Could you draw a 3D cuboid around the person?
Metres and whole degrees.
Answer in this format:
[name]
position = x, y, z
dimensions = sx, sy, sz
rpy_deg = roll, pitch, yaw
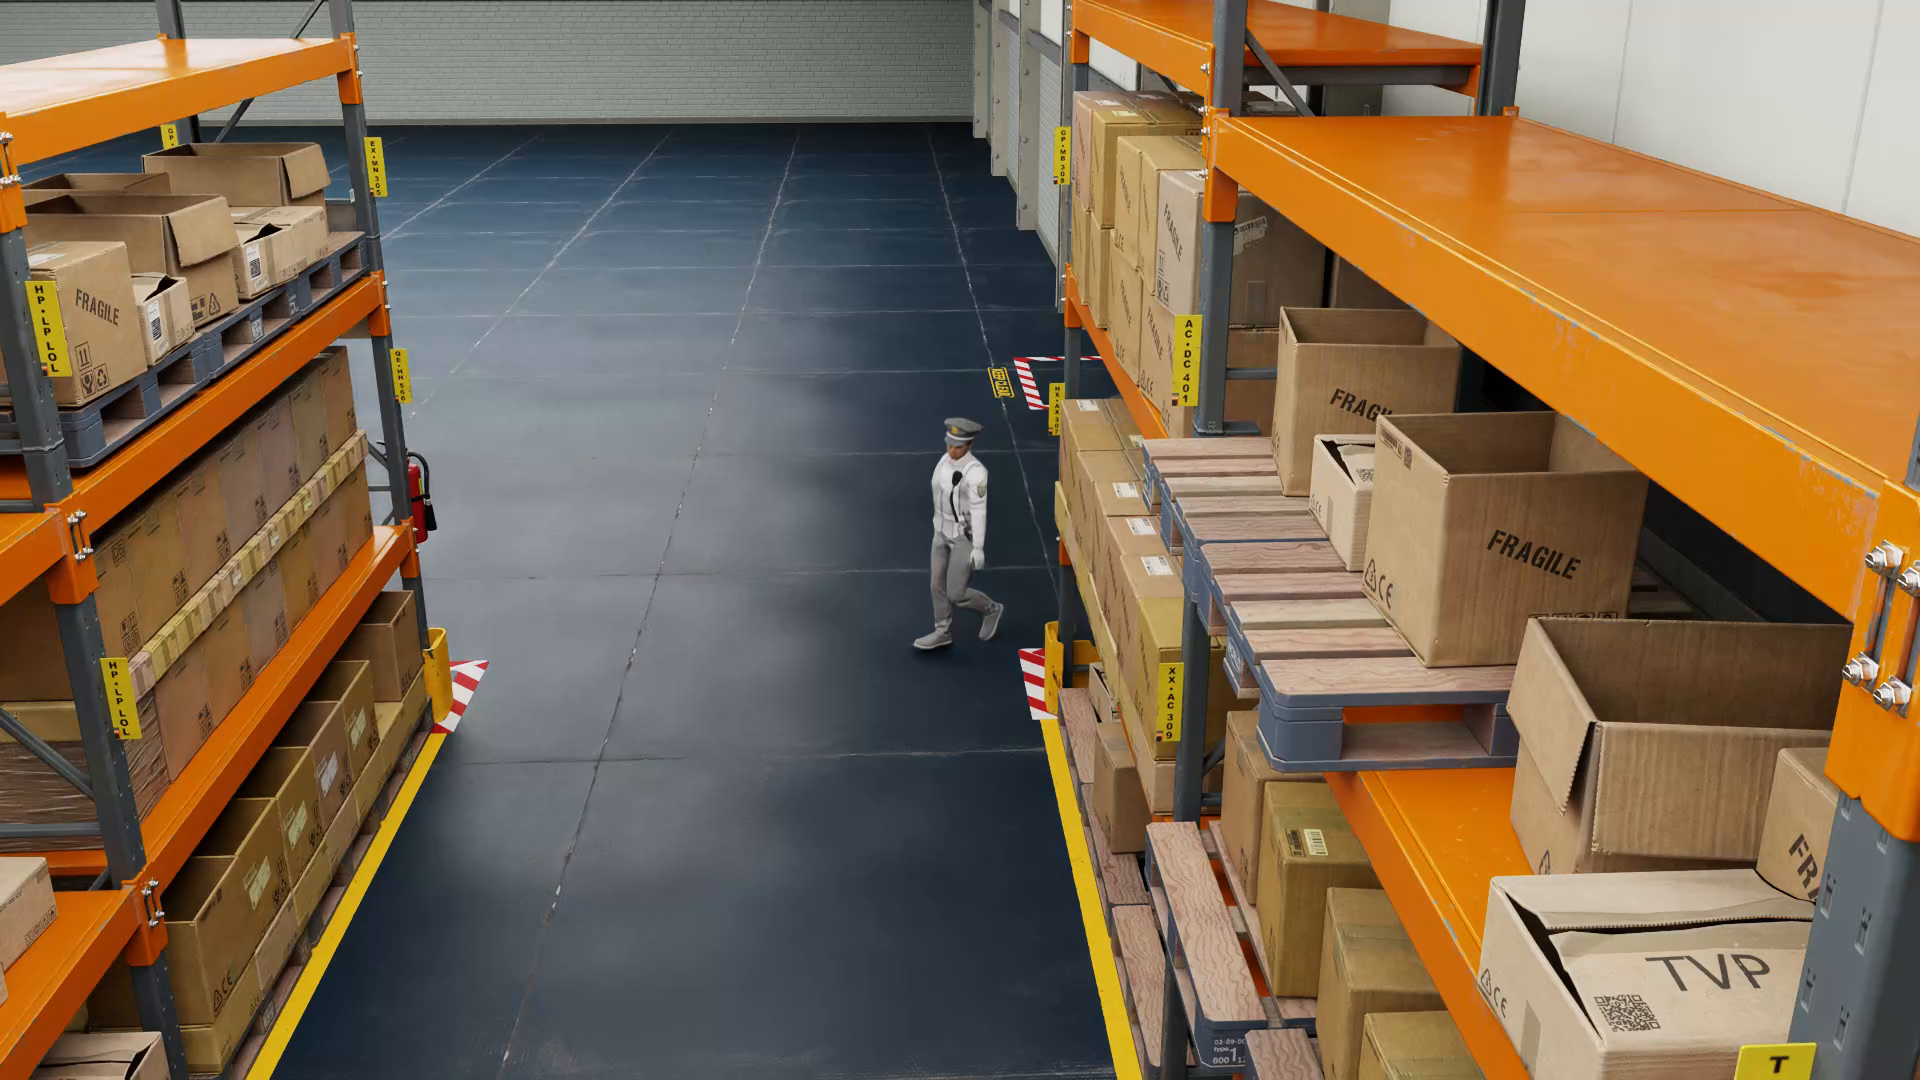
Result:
[person]
position = 0.019, -0.027, 11.118
dimensions = 0.566, 1.647, 0.533
rpy_deg = -14, 24, -32
